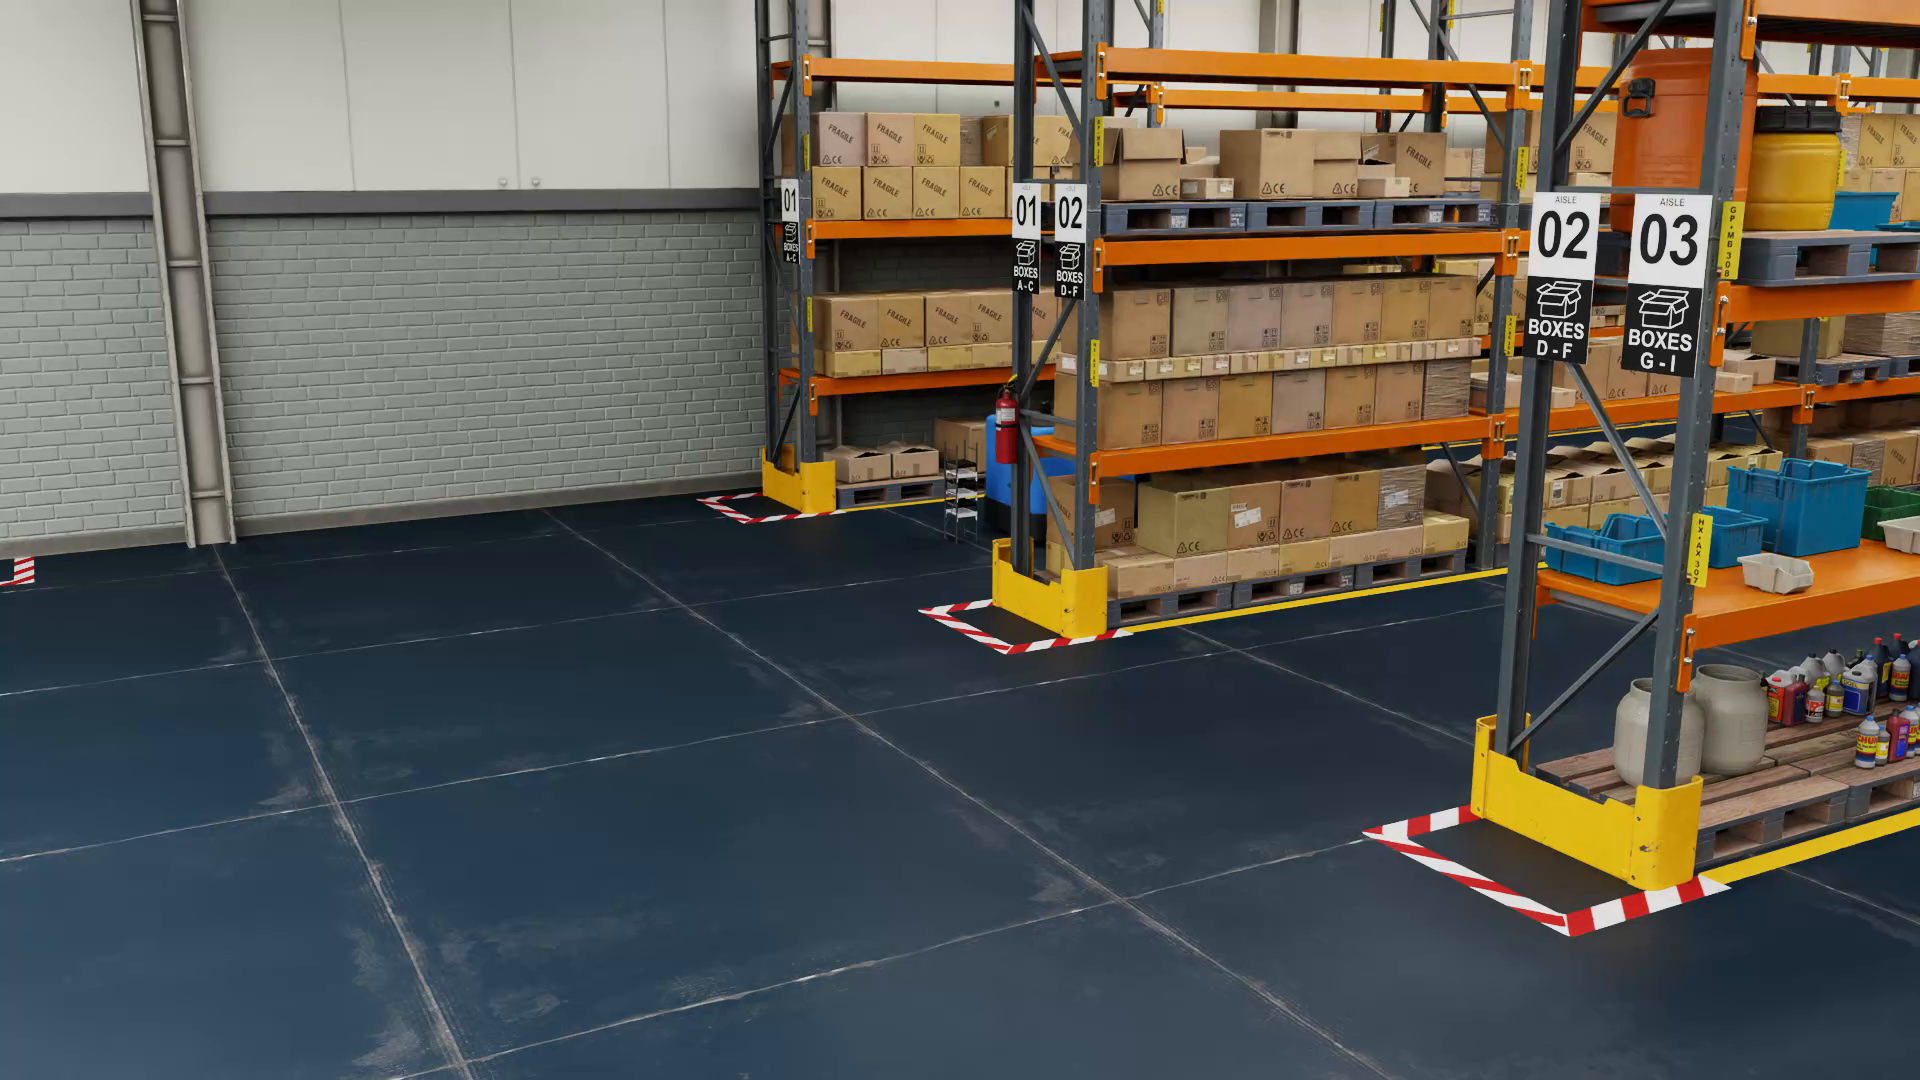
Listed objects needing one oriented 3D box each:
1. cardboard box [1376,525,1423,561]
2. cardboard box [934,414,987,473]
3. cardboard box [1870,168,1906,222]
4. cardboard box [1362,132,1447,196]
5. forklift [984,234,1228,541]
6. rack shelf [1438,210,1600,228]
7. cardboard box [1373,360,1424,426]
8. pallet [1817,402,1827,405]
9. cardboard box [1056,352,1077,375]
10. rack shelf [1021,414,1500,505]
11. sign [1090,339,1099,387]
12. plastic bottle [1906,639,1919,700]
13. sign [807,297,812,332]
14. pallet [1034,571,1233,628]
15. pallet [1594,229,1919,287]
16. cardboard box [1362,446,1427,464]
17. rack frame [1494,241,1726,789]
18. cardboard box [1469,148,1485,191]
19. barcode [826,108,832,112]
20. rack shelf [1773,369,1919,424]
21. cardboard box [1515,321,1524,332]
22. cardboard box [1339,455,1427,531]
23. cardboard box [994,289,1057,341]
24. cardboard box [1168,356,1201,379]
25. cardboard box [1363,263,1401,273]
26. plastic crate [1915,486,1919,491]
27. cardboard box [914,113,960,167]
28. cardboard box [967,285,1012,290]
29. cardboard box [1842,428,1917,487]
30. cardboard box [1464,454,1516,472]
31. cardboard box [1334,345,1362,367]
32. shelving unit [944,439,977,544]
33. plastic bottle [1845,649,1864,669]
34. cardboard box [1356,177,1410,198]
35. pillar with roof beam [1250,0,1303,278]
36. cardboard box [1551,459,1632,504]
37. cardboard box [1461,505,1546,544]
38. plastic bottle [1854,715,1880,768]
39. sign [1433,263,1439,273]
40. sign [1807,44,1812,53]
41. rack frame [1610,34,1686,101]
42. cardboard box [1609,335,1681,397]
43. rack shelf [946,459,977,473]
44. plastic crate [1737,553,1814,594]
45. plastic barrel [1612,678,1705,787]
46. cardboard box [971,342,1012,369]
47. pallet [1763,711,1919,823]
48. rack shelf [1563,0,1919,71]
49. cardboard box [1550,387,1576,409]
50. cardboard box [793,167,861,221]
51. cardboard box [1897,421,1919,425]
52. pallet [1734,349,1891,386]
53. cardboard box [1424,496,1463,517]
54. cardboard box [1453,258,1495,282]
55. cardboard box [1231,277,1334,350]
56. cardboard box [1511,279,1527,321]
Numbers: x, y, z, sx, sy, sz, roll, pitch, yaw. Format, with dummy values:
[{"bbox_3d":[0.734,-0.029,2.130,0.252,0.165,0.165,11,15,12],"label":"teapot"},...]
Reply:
[{"bbox_3d":[3.445,-0.023,13.687,0.500,0.250,0.500,-7,14,-28],"label":"cardboard box"},{"bbox_3d":[0.122,-1.013,17.470,0.500,0.500,0.700,-8,15,-31],"label":"cardboard box"},{"bbox_3d":[8.517,-3.341,16.062,0.500,0.500,0.910,-7,14,-28],"label":"cardboard box"},{"bbox_3d":[3.623,-3.085,13.649,0.500,0.500,0.500,-6,14,-23],"label":"cardboard box"},{"bbox_3d":[1.787,-1.586,15.480,3.031,2.935,1.130,-6,14,-24],"label":"forklift"},{"bbox_3d":[7.081,-3.999,20.855,4.000,0.370,1.077,-7,14,-28],"label":"rack shelf"},{"bbox_3d":[3.345,-1.246,13.585,0.500,0.500,0.700,-7,14,-28],"label":"cardboard box"},{"bbox_3d":[11.683,-2.059,23.776,1.213,0.211,1.003,-7,14,-28],"label":"pallet"},{"bbox_3d":[0.924,-1.323,12.451,0.250,0.149,0.380,-7,15,-29],"label":"cardboard box"},{"bbox_3d":[2.436,-0.740,13.205,4.000,0.370,1.077,-7,14,-28],"label":"rack shelf"},{"bbox_3d":[0.941,-1.234,11.609,0.005,0.325,0.100,-7,14,-28],"label":"sign"},{"bbox_3d":[5.723,0.764,9.915,0.185,0.351,0.144,-7,14,-28],"label":"plastic bottle"},{"bbox_3d":[-1.436,-2.153,15.872,0.005,0.325,0.100,-7,14,-28],"label":"sign"},{"bbox_3d":[1.332,0.391,12.891,1.213,0.211,1.003,-7,14,-28],"label":"pallet"},{"bbox_3d":[3.824,-1.365,7.942,1.213,0.211,1.003,-7,14,-28],"label":"pallet"},{"bbox_3d":[3.634,-0.542,14.286,0.500,0.500,0.500,-7,14,-28],"label":"cardboard box"},{"bbox_3d":[3.051,0.074,7.948,0.127,3.000,1.000,-7,14,-28],"label":"rack frame"},{"bbox_3d":[6.163,-4.531,20.351,0.500,0.500,0.700,-8,15,-31],"label":"cardboard box"},{"bbox_3d":[-1.313,-4.299,16.675,0.075,0.075,0.001,-7,14,-28],"label":"barcode"},{"bbox_3d":[9.458,-1.582,16.945,4.000,0.370,1.077,-7,14,-28],"label":"rack shelf"},{"bbox_3d":[6.841,-2.695,20.777,0.250,0.149,0.380,-7,14,-27],"label":"cardboard box"},{"bbox_3d":[3.445,-0.390,13.607,0.500,0.500,0.500,-7,14,-28],"label":"cardboard box"},{"bbox_3d":[0.665,-2.344,17.283,0.500,0.500,0.500,-7,15,-29],"label":"cardboard box"},{"bbox_3d":[1.578,-1.300,12.349,0.250,0.149,0.380,-7,14,-28],"label":"cardboard box"},{"bbox_3d":[5.037,-3.214,19.853,0.250,0.149,0.380,-9,16,-35],"label":"cardboard box"},{"bbox_3d":[6.041,-0.286,9.689,0.504,0.338,0.767,-7,14,-28],"label":"plastic crate"},{"bbox_3d":[-0.333,-3.938,16.391,0.500,0.500,0.500,-6,14,-26],"label":"cardboard box"},{"bbox_3d":[0.406,-2.444,17.725,0.500,0.500,0.500,-6,14,-26],"label":"cardboard box"},{"bbox_3d":[9.138,-0.818,16.605,0.500,0.500,0.500,-7,14,-29],"label":"cardboard box"},{"bbox_3d":[4.863,-0.592,14.939,0.500,0.311,0.500,-6,14,-26],"label":"cardboard box"},{"bbox_3d":[2.940,-1.464,13.076,0.250,0.149,0.380,-6,14,-26],"label":"cardboard box"},{"bbox_3d":[0.007,-0.440,15.014,0.210,0.900,0.258,-7,14,-28],"label":"shelving unit"},{"bbox_3d":[5.324,0.798,9.916,0.133,0.283,0.061,-6,14,-25],"label":"plastic bottle"},{"bbox_3d":[3.264,-2.736,12.900,0.250,0.149,0.380,-7,14,-28],"label":"cardboard box"},{"bbox_3d":[5.833,-4.804,15.959,0.400,9.000,9.100,-7,14,-28],"label":"pillar with roof beam"},{"bbox_3d":[5.569,-0.540,14.707,0.500,0.311,0.500,-7,15,-30],"label":"cardboard box"},{"bbox_3d":[4.664,-0.160,14.293,0.500,0.250,0.500,-7,15,-29],"label":"cardboard box"},{"bbox_3d":[4.791,1.060,8.780,0.097,0.271,0.097,0,13,0],"label":"plastic bottle"},{"bbox_3d":[5.594,-3.099,19.592,0.005,0.325,0.100,-7,14,-28],"label":"sign"},{"bbox_3d":[12.087,-7.086,23.610,0.005,0.325,0.100,-7,14,-28],"label":"sign"},{"bbox_3d":[8.836,-6.024,21.382,0.127,3.000,1.000,-7,14,-28],"label":"rack frame"},{"bbox_3d":[6.237,-1.592,15.121,0.500,0.500,0.500,-8,15,-31],"label":"cardboard box"},{"bbox_3d":[0.007,-0.671,14.962,0.200,0.077,0.258,-7,14,-28],"label":"rack shelf"},{"bbox_3d":[3.990,0.171,8.119,0.250,0.136,0.298,-7,14,-28],"label":"plastic crate"},{"bbox_3d":[3.592,0.999,8.548,0.421,0.512,0.421,0,13,0],"label":"plastic barrel"},{"bbox_3d":[0.228,-1.924,17.124,0.500,0.250,0.500,-7,14,-27],"label":"cardboard box"},{"bbox_3d":[4.880,1.206,9.271,1.213,0.211,1.003,-7,14,-28],"label":"pallet"},{"bbox_3d":[4.806,-2.517,8.347,4.000,0.370,1.077,-7,14,-28],"label":"rack shelf"},{"bbox_3d":[5.067,-1.233,14.328,0.250,0.149,0.380,-7,14,-28],"label":"cardboard box"},{"bbox_3d":[-1.283,-3.344,16.031,0.500,0.500,0.500,-6,14,-26],"label":"cardboard box"},{"bbox_3d":[9.767,-1.025,17.523,0.500,0.500,0.500,-7,14,-27],"label":"cardboard box"},{"bbox_3d":[8.264,-1.714,16.329,1.003,0.211,1.213,-7,14,-28],"label":"pallet"},{"bbox_3d":[4.416,-0.265,14.759,0.500,0.250,0.500,-7,14,-28],"label":"cardboard box"},{"bbox_3d":[6.319,-3.301,20.286,0.500,0.250,0.500,-7,14,-29],"label":"cardboard box"},{"bbox_3d":[2.483,-1.777,12.991,0.500,0.500,0.700,-7,14,-28],"label":"cardboard box"},{"bbox_3d":[6.775,-2.987,20.601,0.500,0.500,0.500,-7,14,-28],"label":"cardboard box"}]
